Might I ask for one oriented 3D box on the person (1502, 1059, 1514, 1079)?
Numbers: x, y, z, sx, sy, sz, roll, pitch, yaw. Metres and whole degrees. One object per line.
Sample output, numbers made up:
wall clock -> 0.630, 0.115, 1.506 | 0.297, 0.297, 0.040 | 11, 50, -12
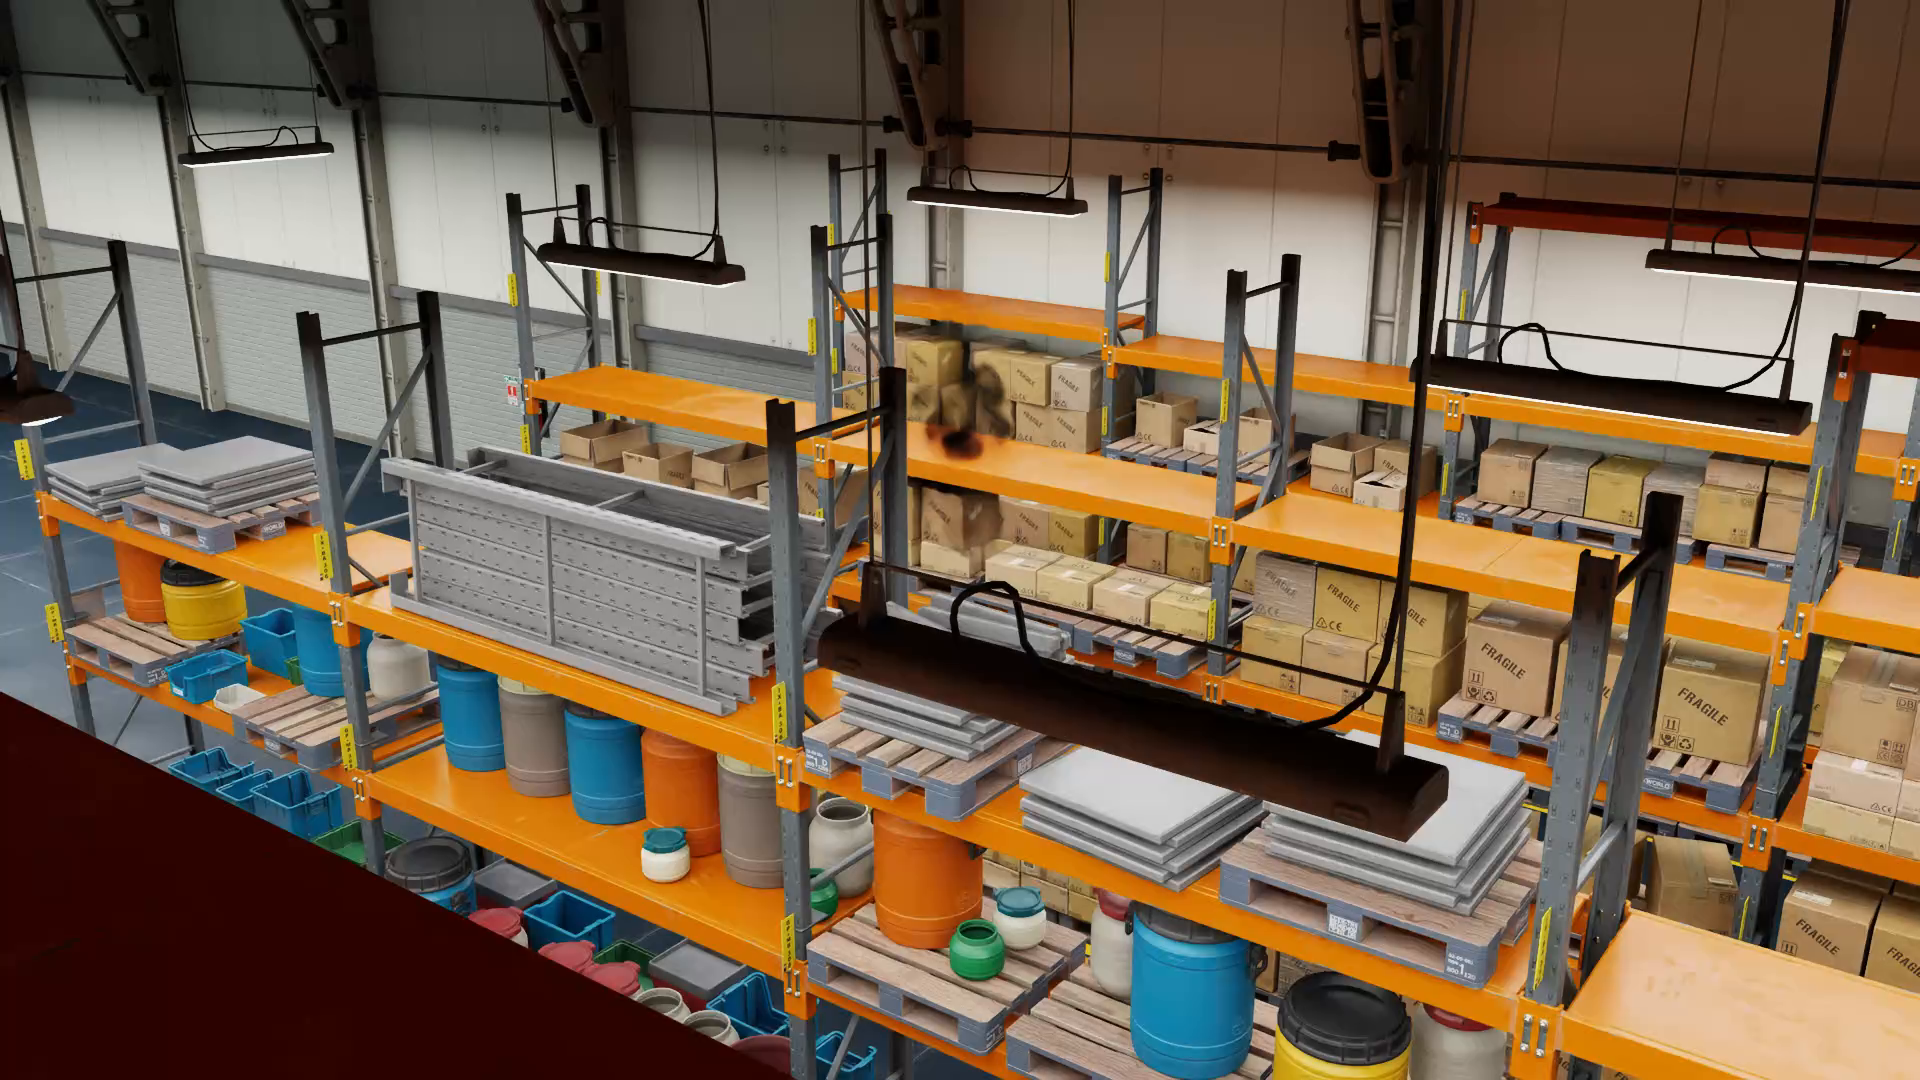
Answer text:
person -> 3.456, 4.032, 10.590 | 0.777, 1.629, 0.490 | 10, 21, 26
